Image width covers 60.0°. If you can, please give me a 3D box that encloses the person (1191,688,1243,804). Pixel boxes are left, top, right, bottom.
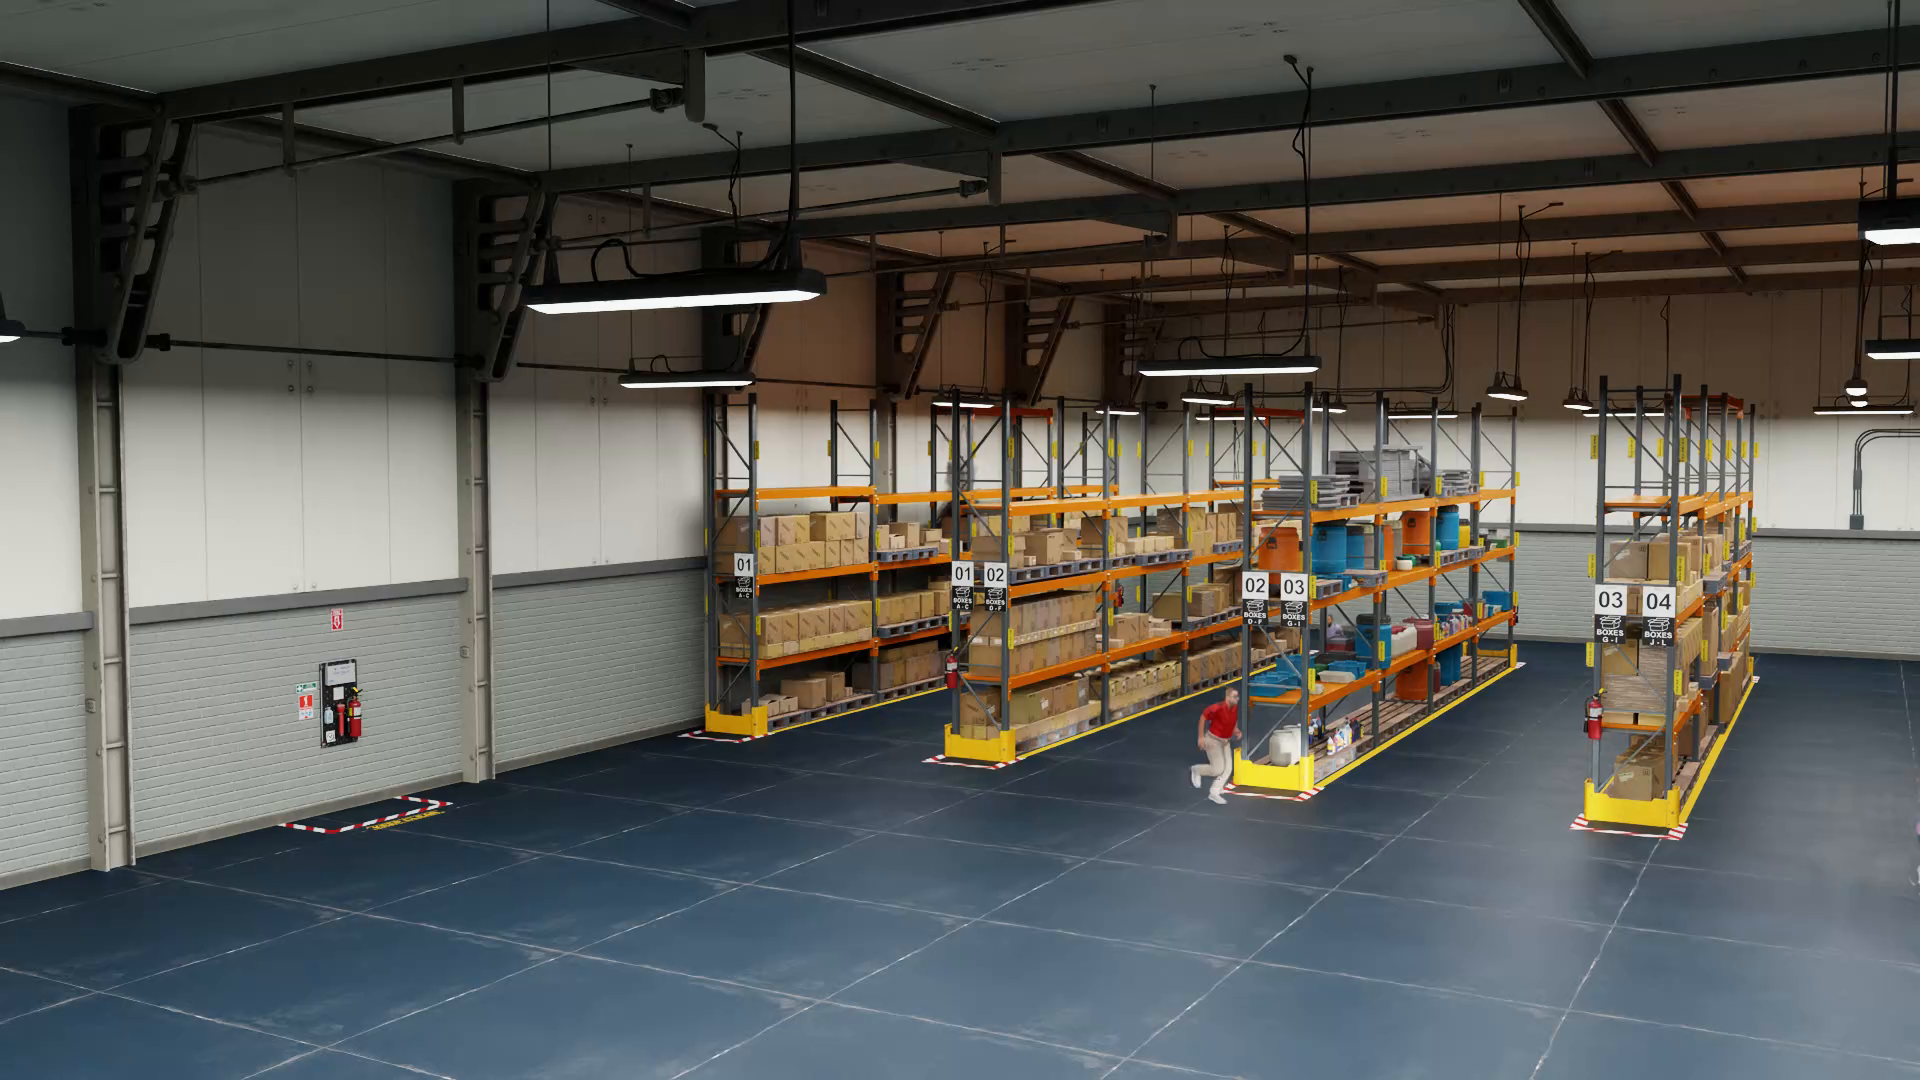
[{"bbox_3d":[3.656,2.916,23.718,0.767,1.665,0.658,3,4,42],"label":"person"}]

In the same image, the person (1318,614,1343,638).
[{"bbox_3d":[7.780,2.344,35.017,0.592,1.564,0.666,2,3,27],"label":"person"}]
